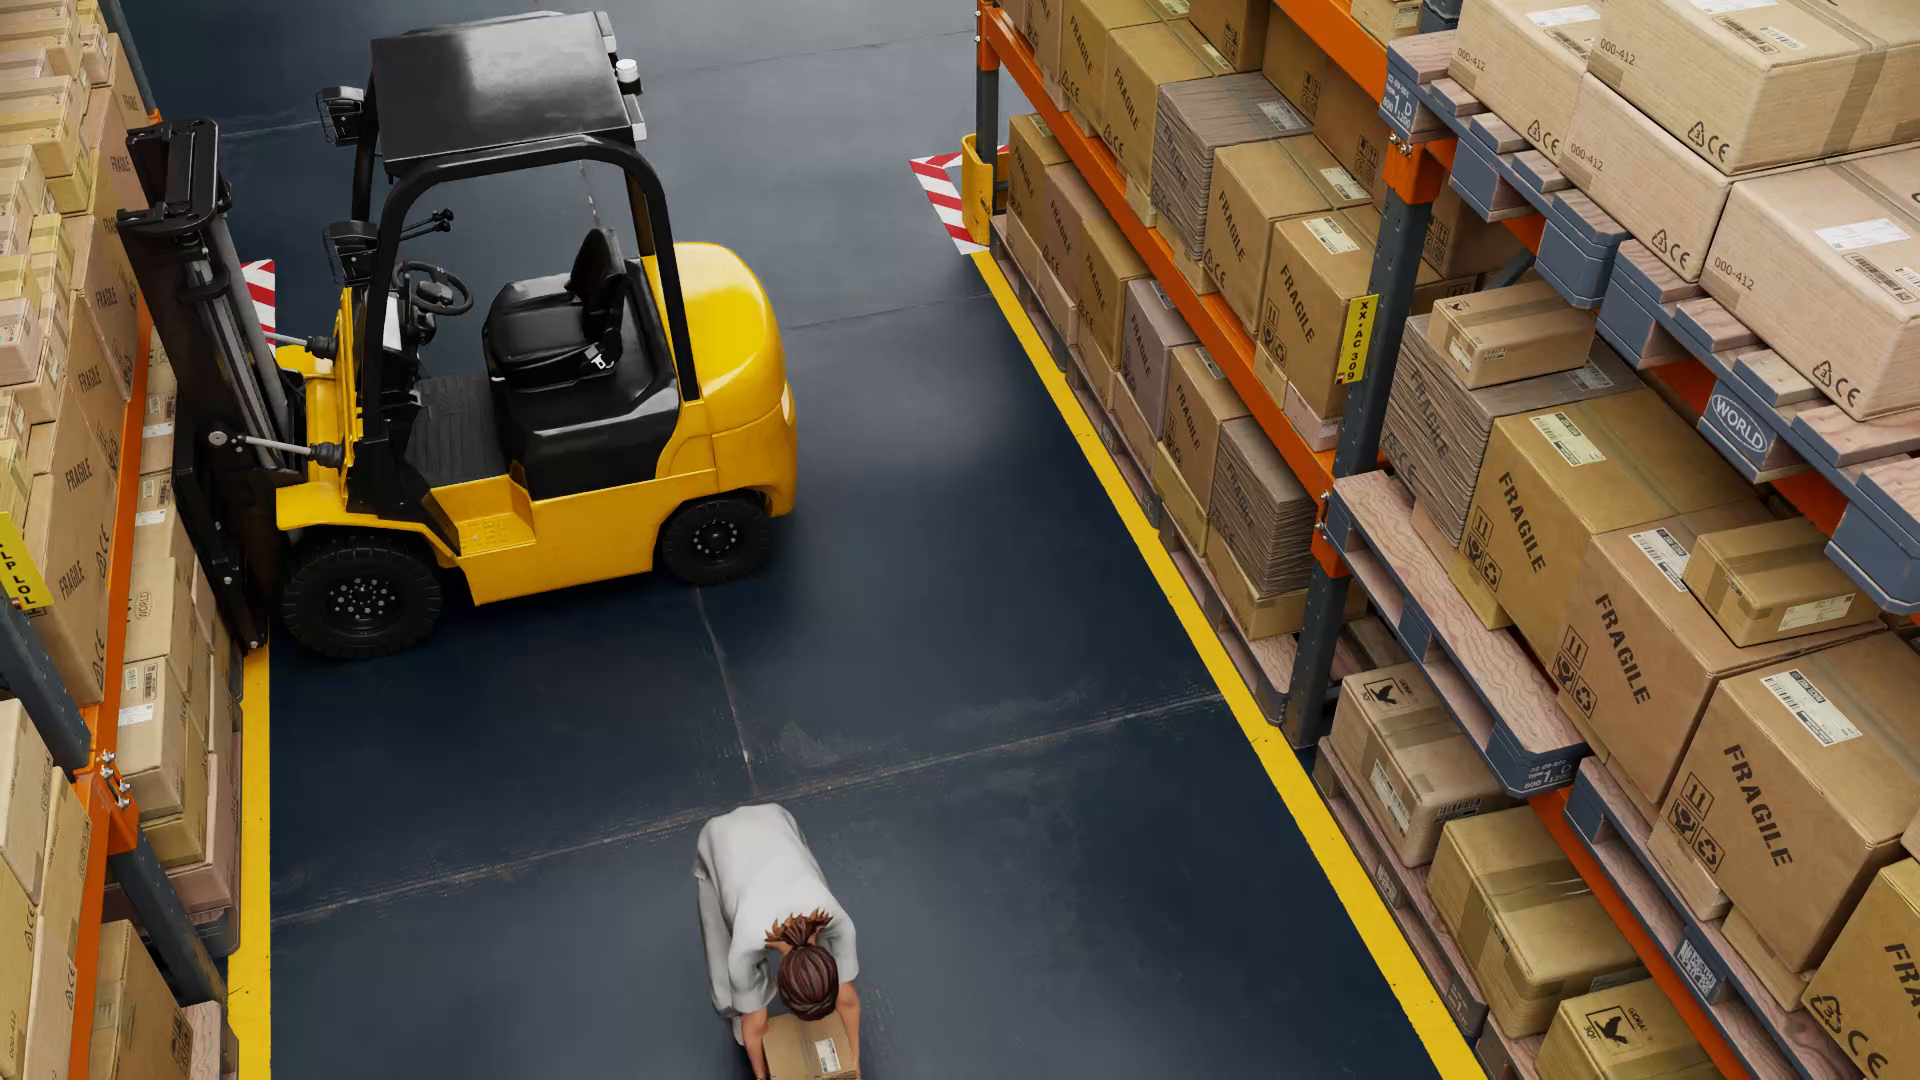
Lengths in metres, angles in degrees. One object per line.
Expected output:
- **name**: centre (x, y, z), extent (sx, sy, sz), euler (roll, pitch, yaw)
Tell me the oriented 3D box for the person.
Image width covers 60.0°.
- **person**: centre (-0.560, 1.324, 5.232), extent (0.475, 0.974, 0.865), euler (-14, 44, -15)
